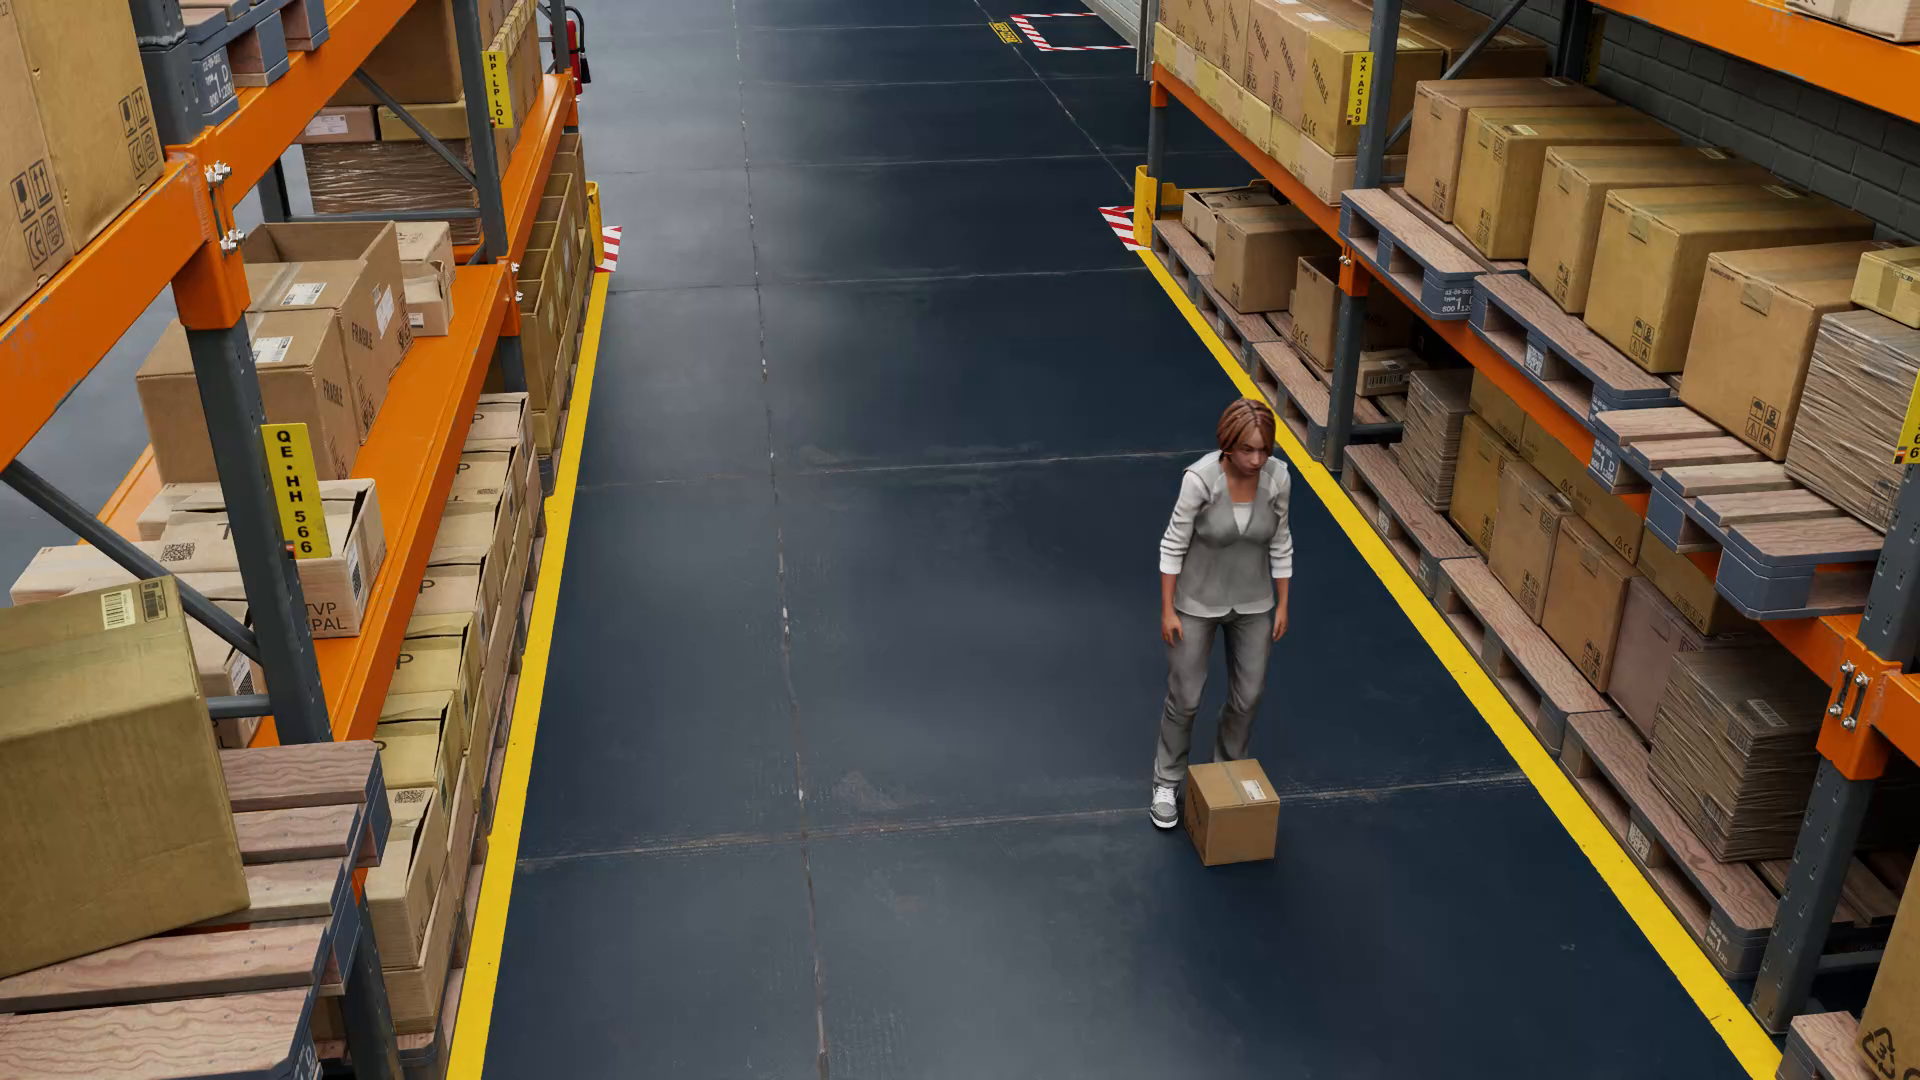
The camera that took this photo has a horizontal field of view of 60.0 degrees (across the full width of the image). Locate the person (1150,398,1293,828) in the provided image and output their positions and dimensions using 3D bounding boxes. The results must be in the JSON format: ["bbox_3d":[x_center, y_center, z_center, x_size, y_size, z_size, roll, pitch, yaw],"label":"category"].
[{"bbox_3d":[0.899,0.246,5.659,0.463,1.593,0.364,-4,28,-7],"label":"person"}]
